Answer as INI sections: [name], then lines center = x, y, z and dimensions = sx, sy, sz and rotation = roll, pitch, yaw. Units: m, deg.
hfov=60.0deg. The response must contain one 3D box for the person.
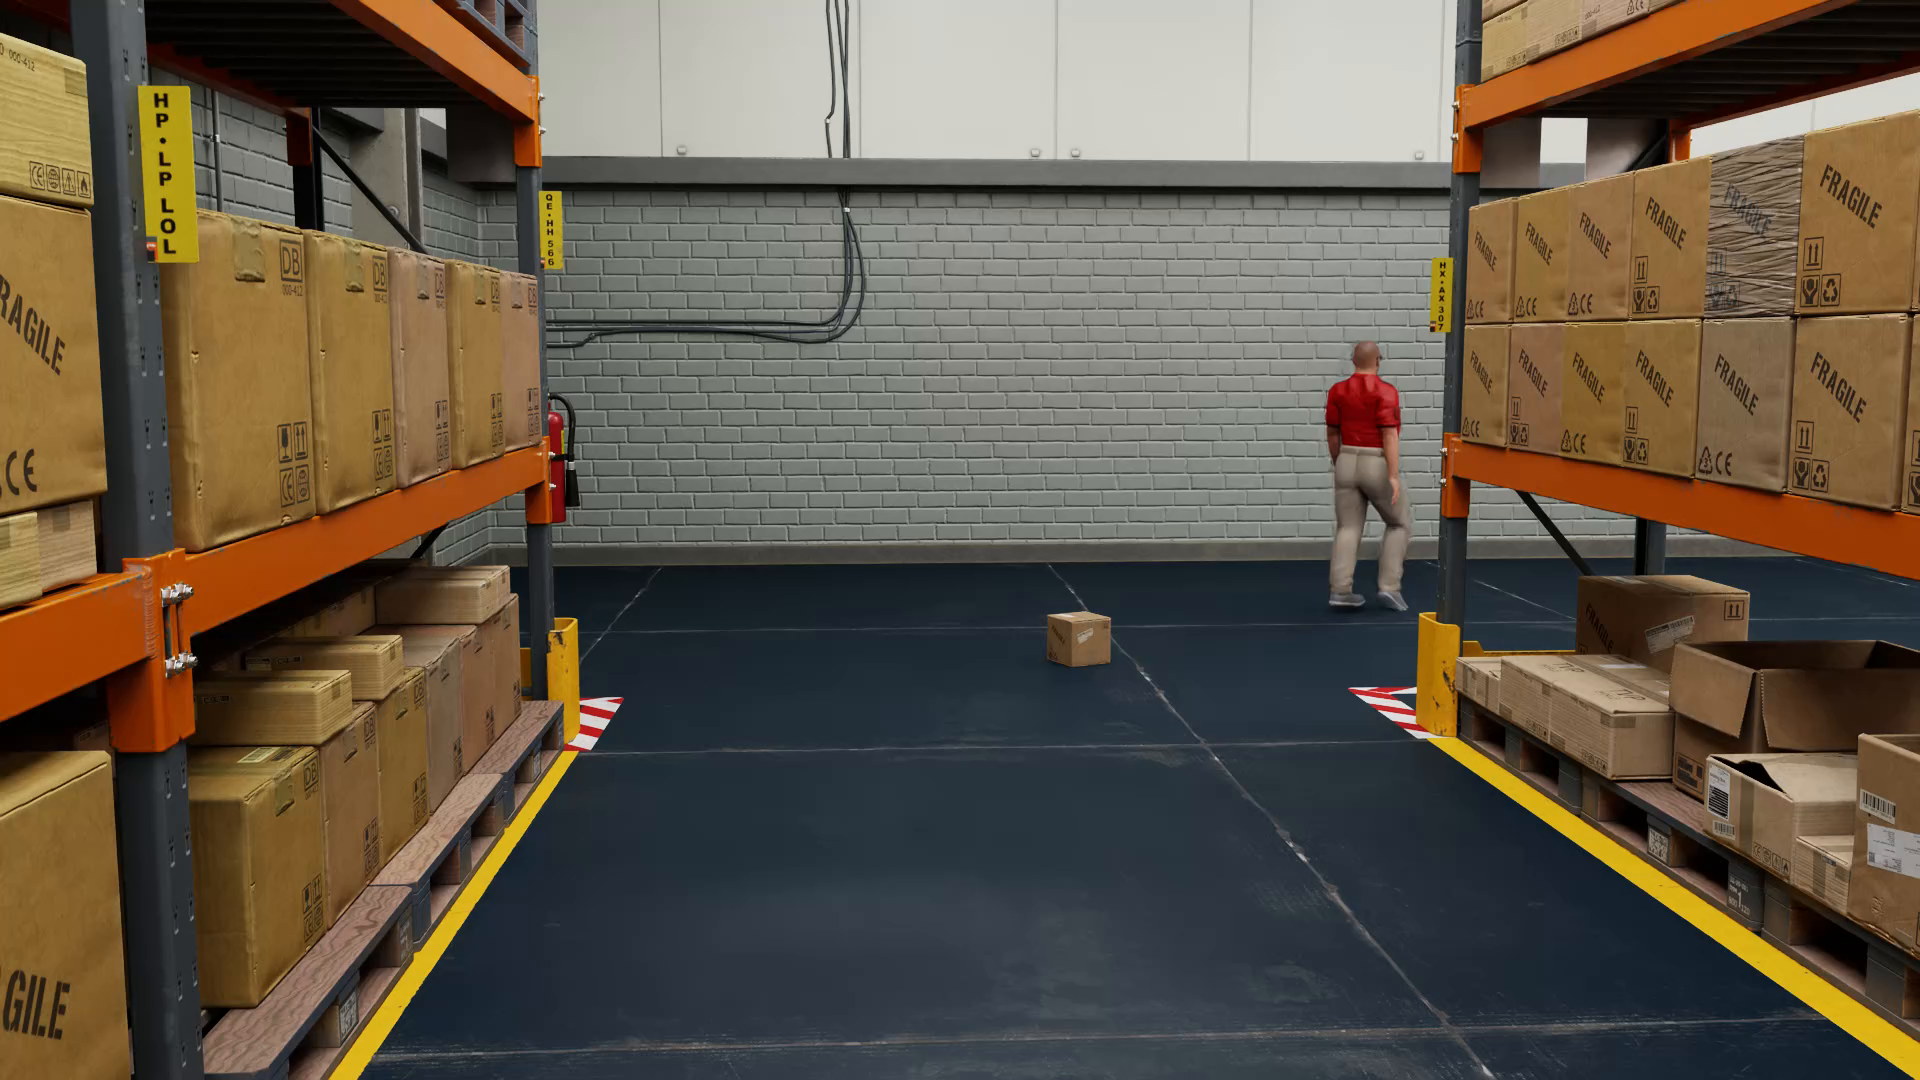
[person]
center = 2.638, -0.377, 10.717
dimensions = 0.577, 1.806, 0.585
rotation = 6, 9, 42
